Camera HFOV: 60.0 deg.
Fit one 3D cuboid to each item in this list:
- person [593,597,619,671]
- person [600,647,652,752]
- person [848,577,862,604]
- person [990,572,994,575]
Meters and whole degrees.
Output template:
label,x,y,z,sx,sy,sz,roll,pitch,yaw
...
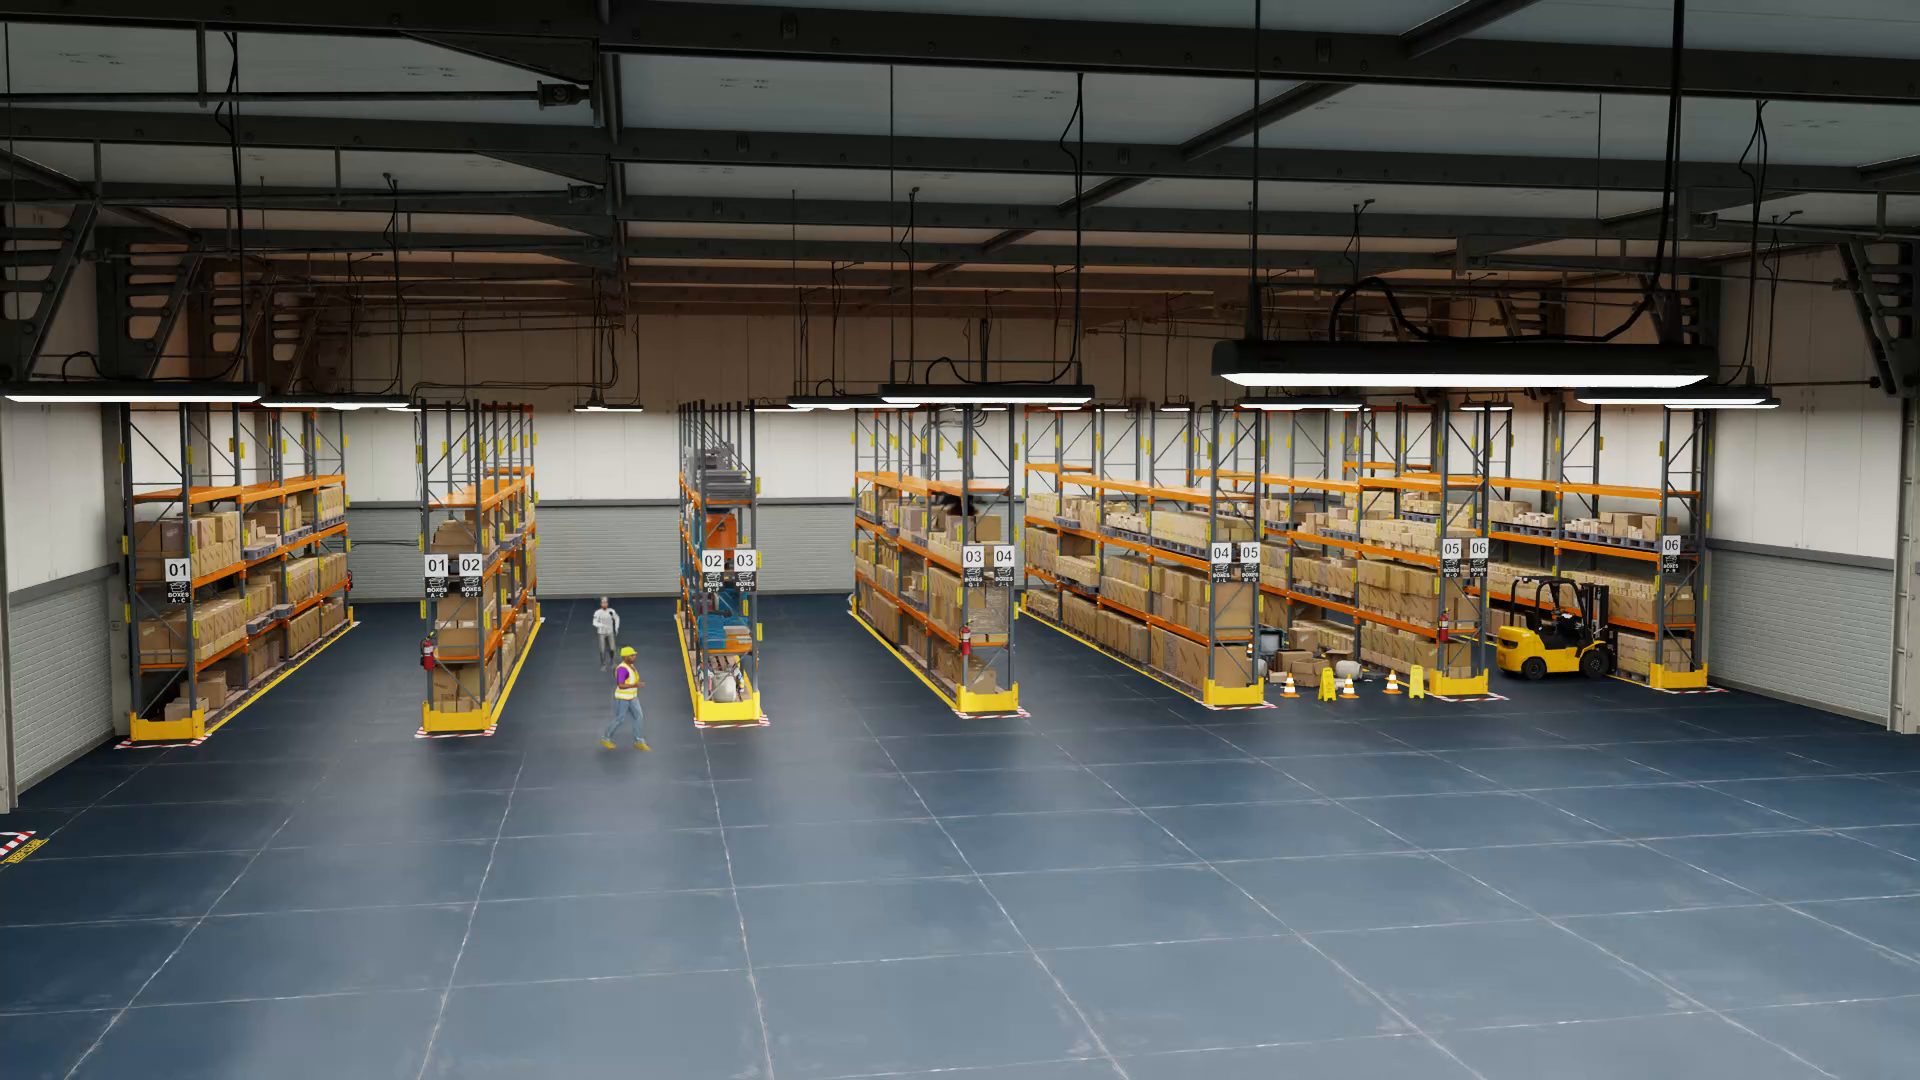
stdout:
label,x,y,z,sx,sy,sz,roll,pitch,yaw
person,-7.853,2.092,36.985,0.616,1.678,0.612,-2,5,-19
person,-5.685,2.706,28.193,0.872,1.800,0.644,1,4,13
person,-2.914,1.206,49.353,0.795,1.601,0.538,1,4,10
person,1.055,1.450,46.203,0.682,1.618,0.943,0,4,-2
